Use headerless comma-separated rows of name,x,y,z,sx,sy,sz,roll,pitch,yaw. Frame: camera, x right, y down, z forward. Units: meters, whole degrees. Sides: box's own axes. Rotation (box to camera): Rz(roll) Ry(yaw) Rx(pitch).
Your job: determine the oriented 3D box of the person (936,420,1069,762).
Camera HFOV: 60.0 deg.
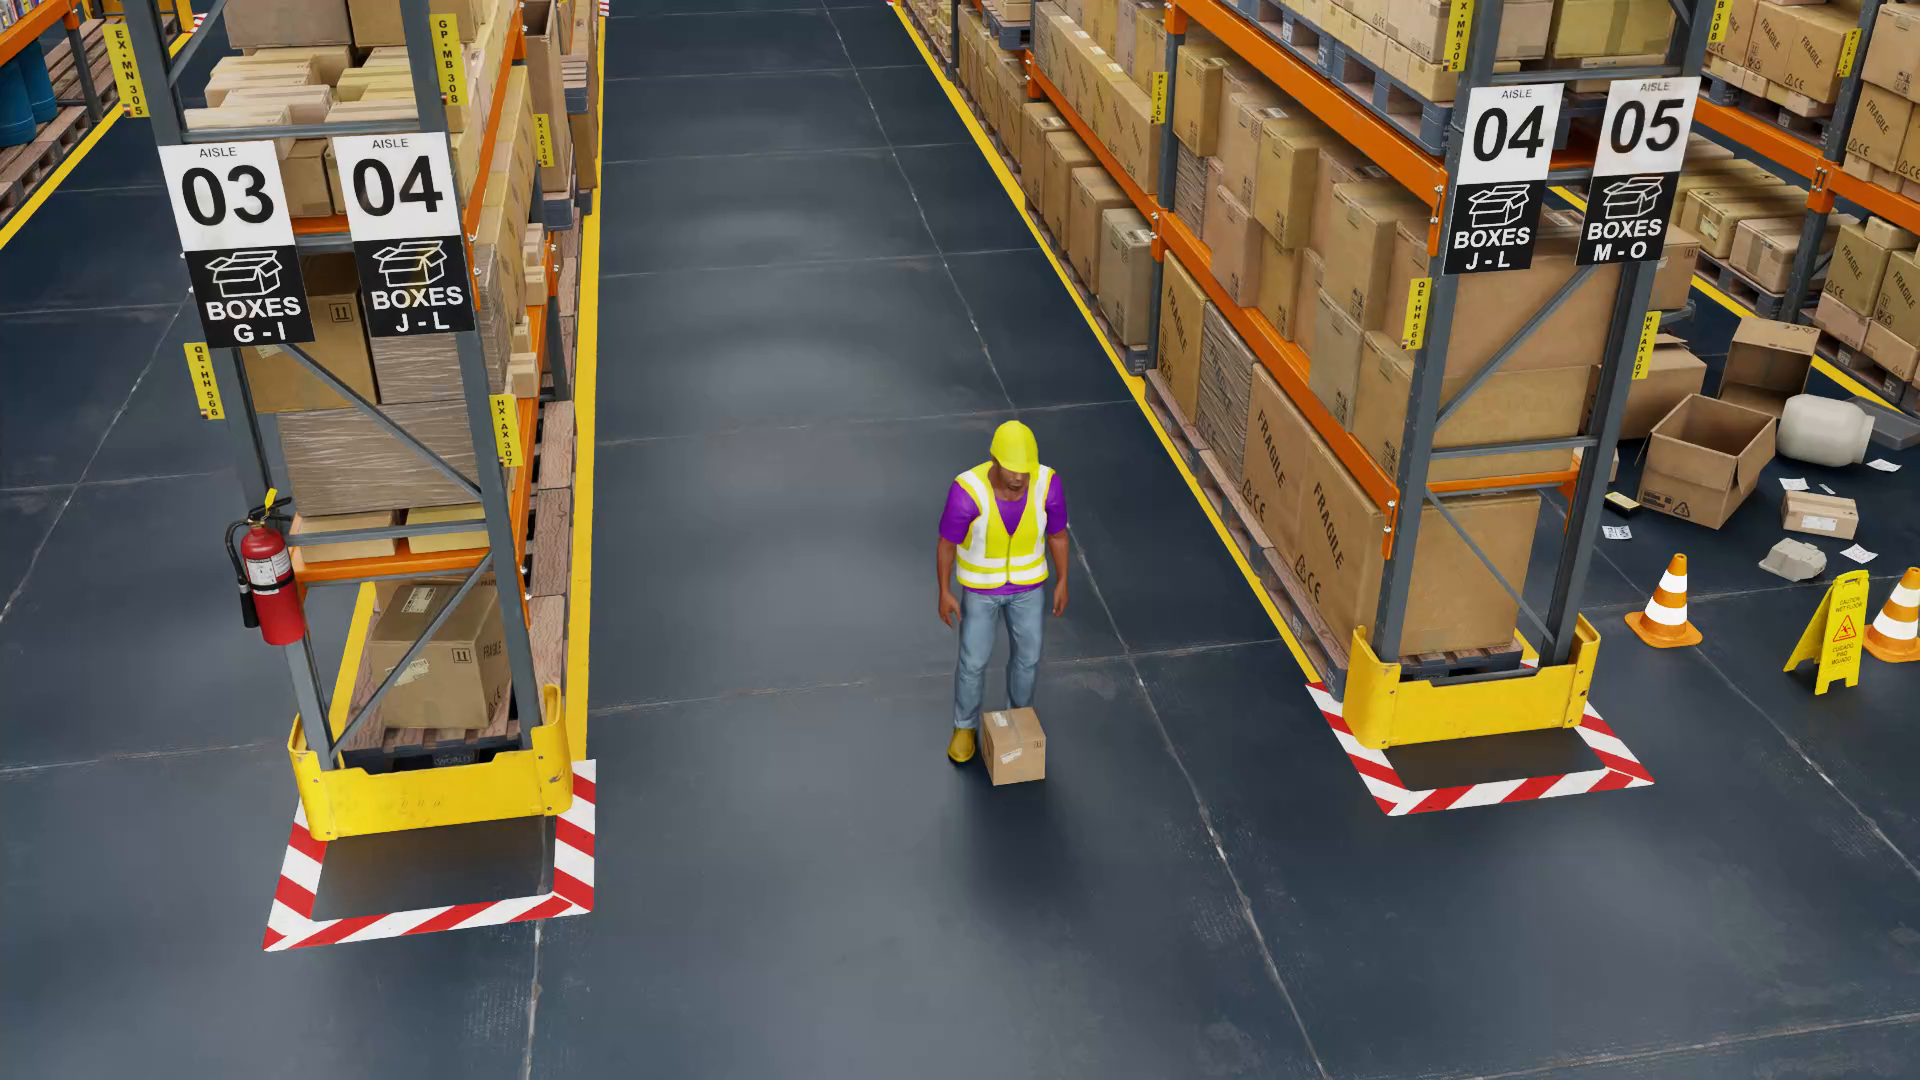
person,0.205,0.224,7.740,0.631,1.760,0.463,-6,31,-9
